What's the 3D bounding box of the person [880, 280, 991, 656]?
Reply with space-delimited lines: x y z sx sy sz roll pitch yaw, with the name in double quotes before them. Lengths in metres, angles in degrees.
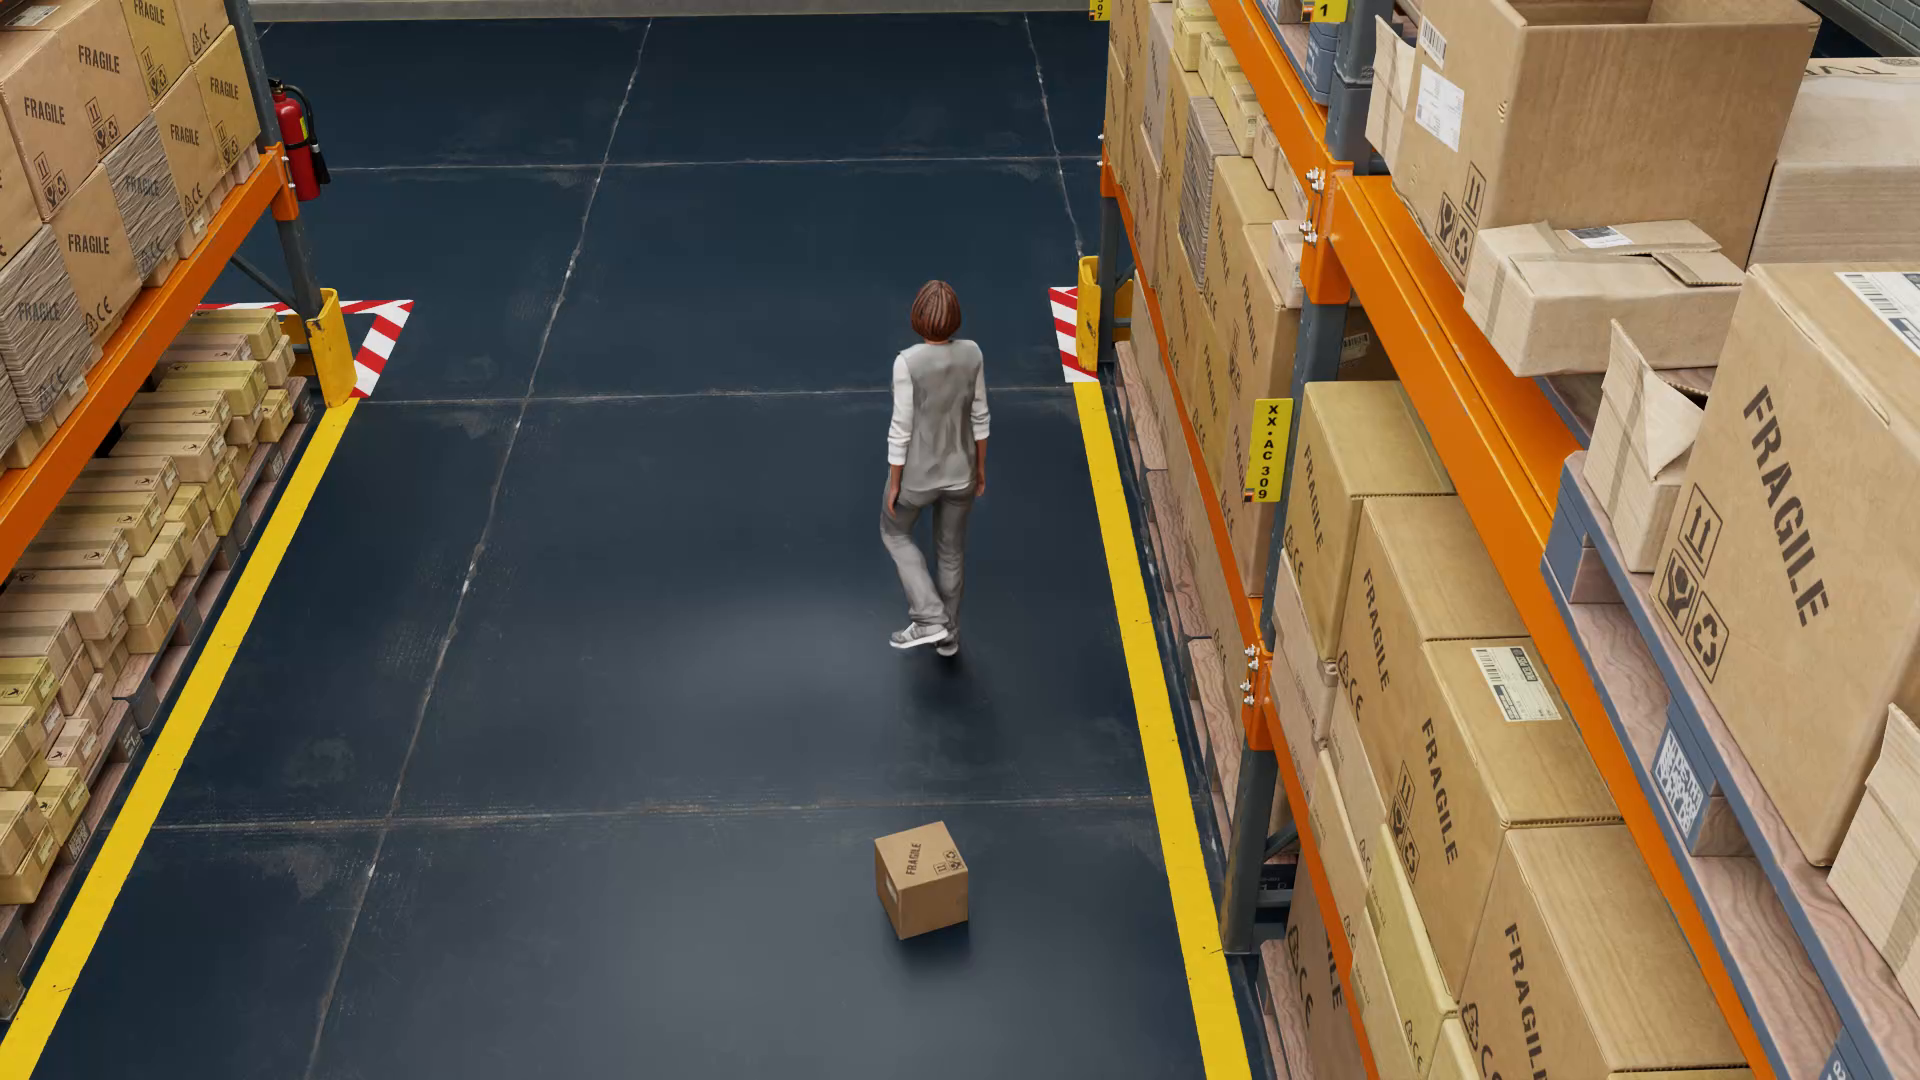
"person" -0.087 -0.228 6.455 0.471 1.588 0.449 -13 38 -17
